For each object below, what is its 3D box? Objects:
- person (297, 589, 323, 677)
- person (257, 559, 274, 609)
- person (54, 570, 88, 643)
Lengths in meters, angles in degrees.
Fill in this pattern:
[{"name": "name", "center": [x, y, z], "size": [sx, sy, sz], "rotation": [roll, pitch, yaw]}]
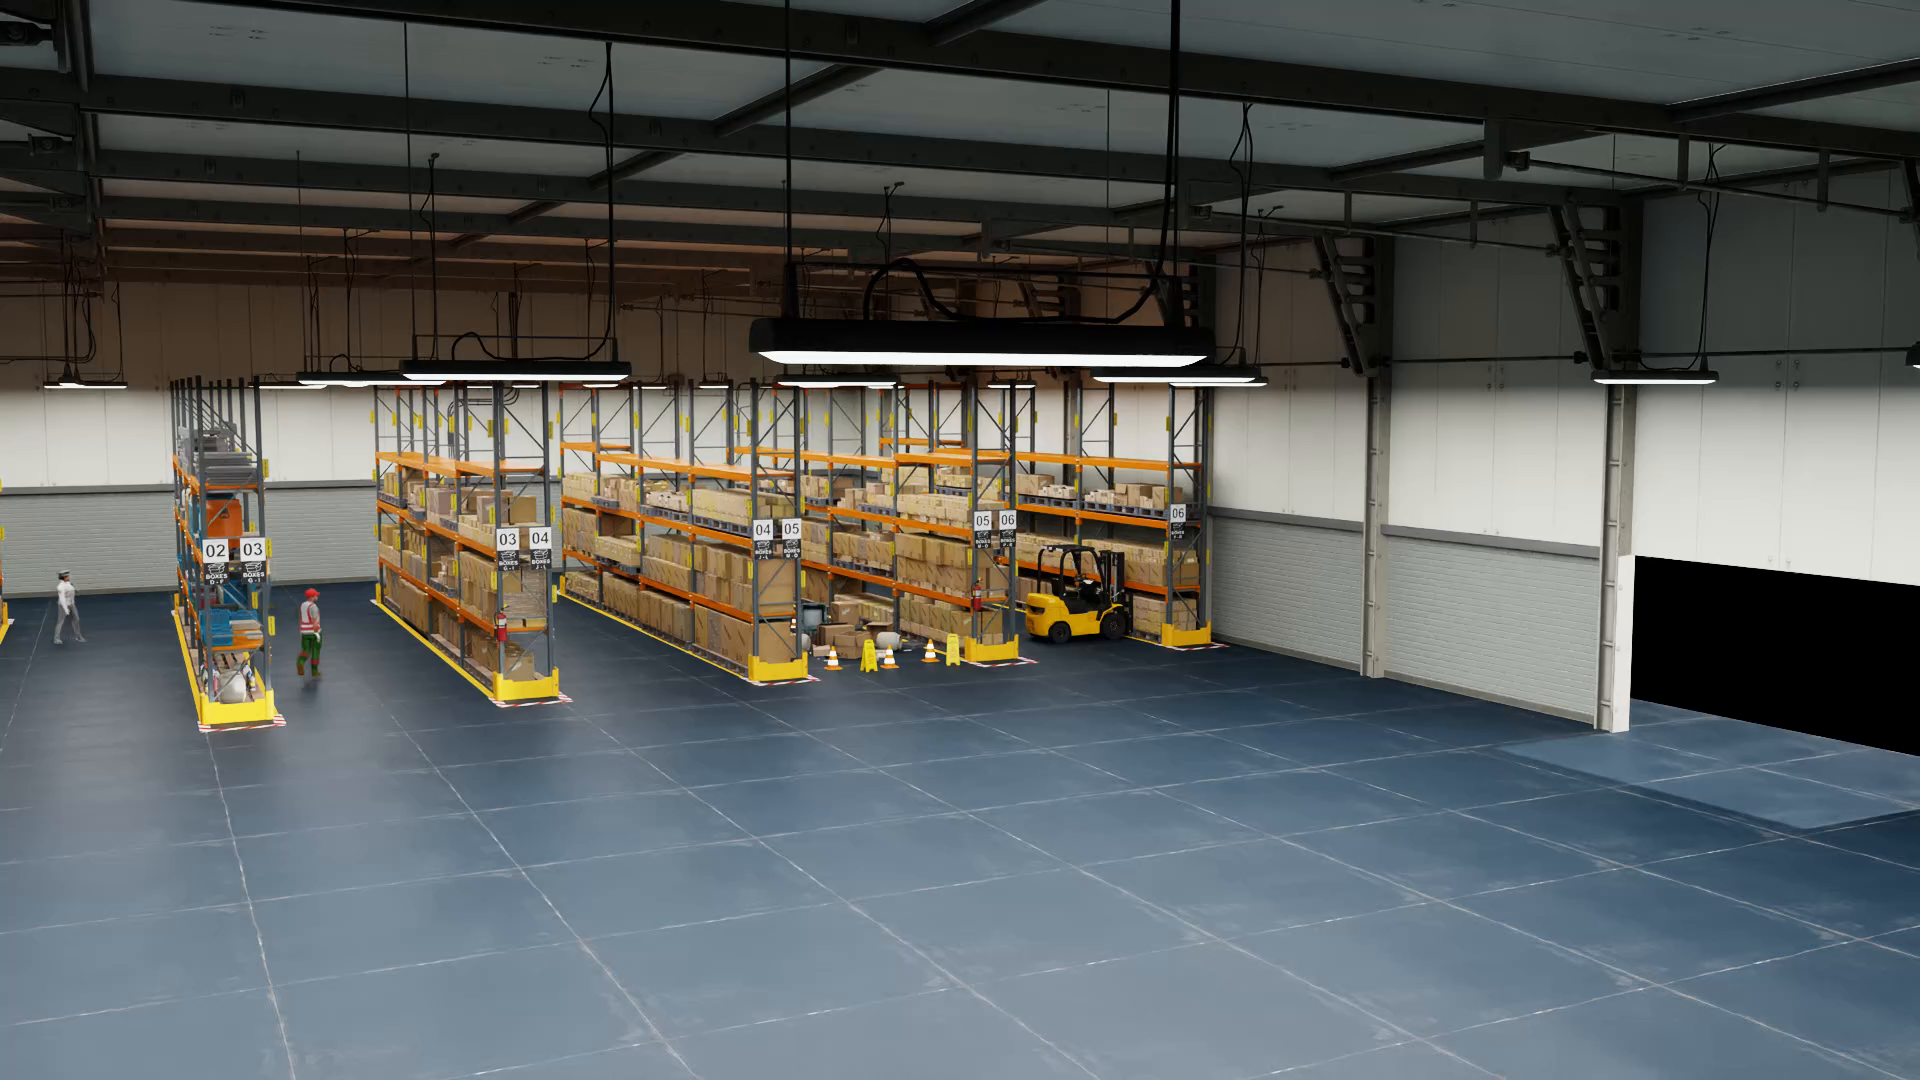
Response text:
[{"name": "person", "center": [-13.034, 1.867, 33.264], "size": [0.518, 1.781, 0.669], "rotation": [1, 5, 9]}, {"name": "person", "center": [-18.436, 0.940, 43.822], "size": [0.525, 1.756, 0.555], "rotation": [2, 6, 23]}, {"name": "person", "center": [-20.368, 1.527, 37.974], "size": [0.529, 1.704, 0.619], "rotation": [1, 5, 8]}]
